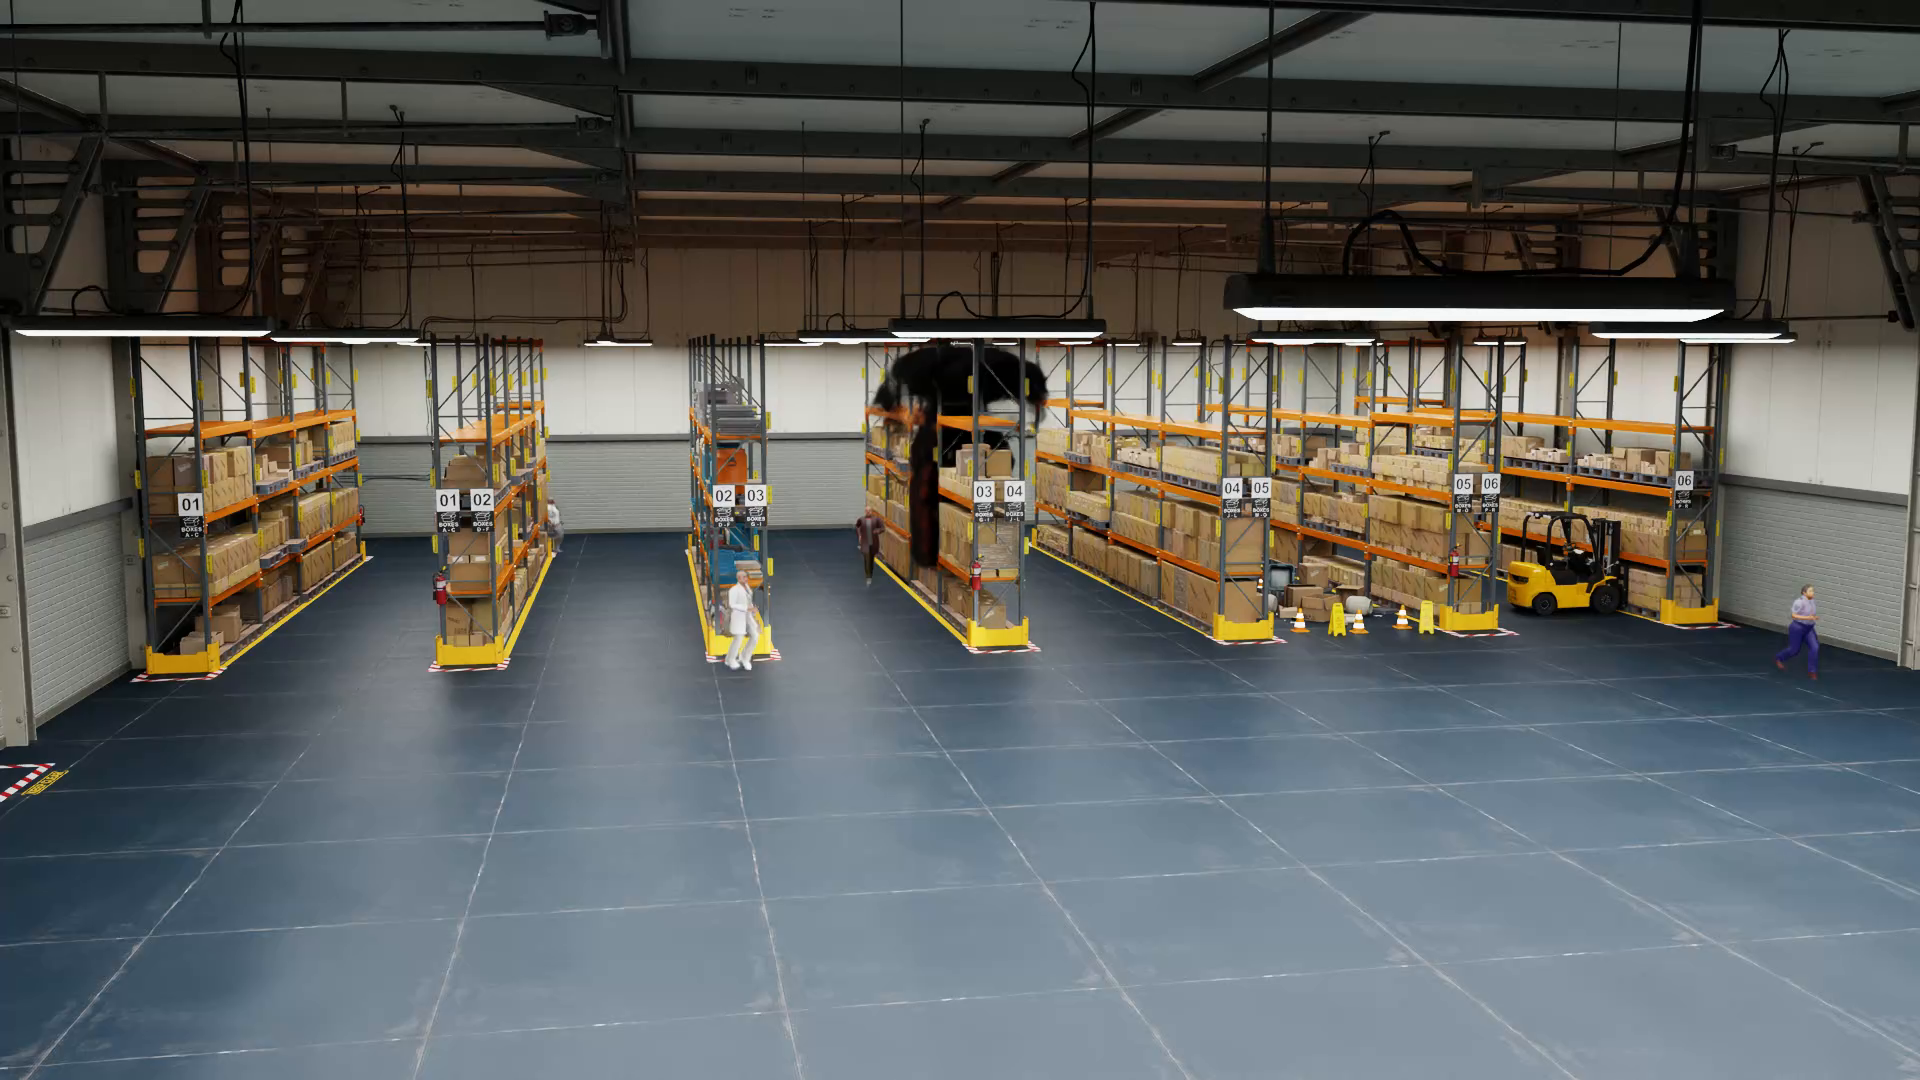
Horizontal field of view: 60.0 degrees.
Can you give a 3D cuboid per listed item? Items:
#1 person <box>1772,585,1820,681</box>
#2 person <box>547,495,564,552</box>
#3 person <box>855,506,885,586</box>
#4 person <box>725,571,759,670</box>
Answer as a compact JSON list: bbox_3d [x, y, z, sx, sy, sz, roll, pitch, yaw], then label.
[{"bbox_3d":[14.700,1.609,29.117,0.619,1.698,0.909,-3,7,-25],"label":"person"},{"bbox_3d":[-11.428,-0.457,46.982,0.504,1.656,0.633,1,7,9],"label":"person"},{"bbox_3d":[-2.083,0.116,38.701,0.686,1.825,0.931,-1,7,-7],"label":"person"},{"bbox_3d":[-3.877,1.457,29.779,0.779,1.826,0.730,4,8,33],"label":"person"}]
